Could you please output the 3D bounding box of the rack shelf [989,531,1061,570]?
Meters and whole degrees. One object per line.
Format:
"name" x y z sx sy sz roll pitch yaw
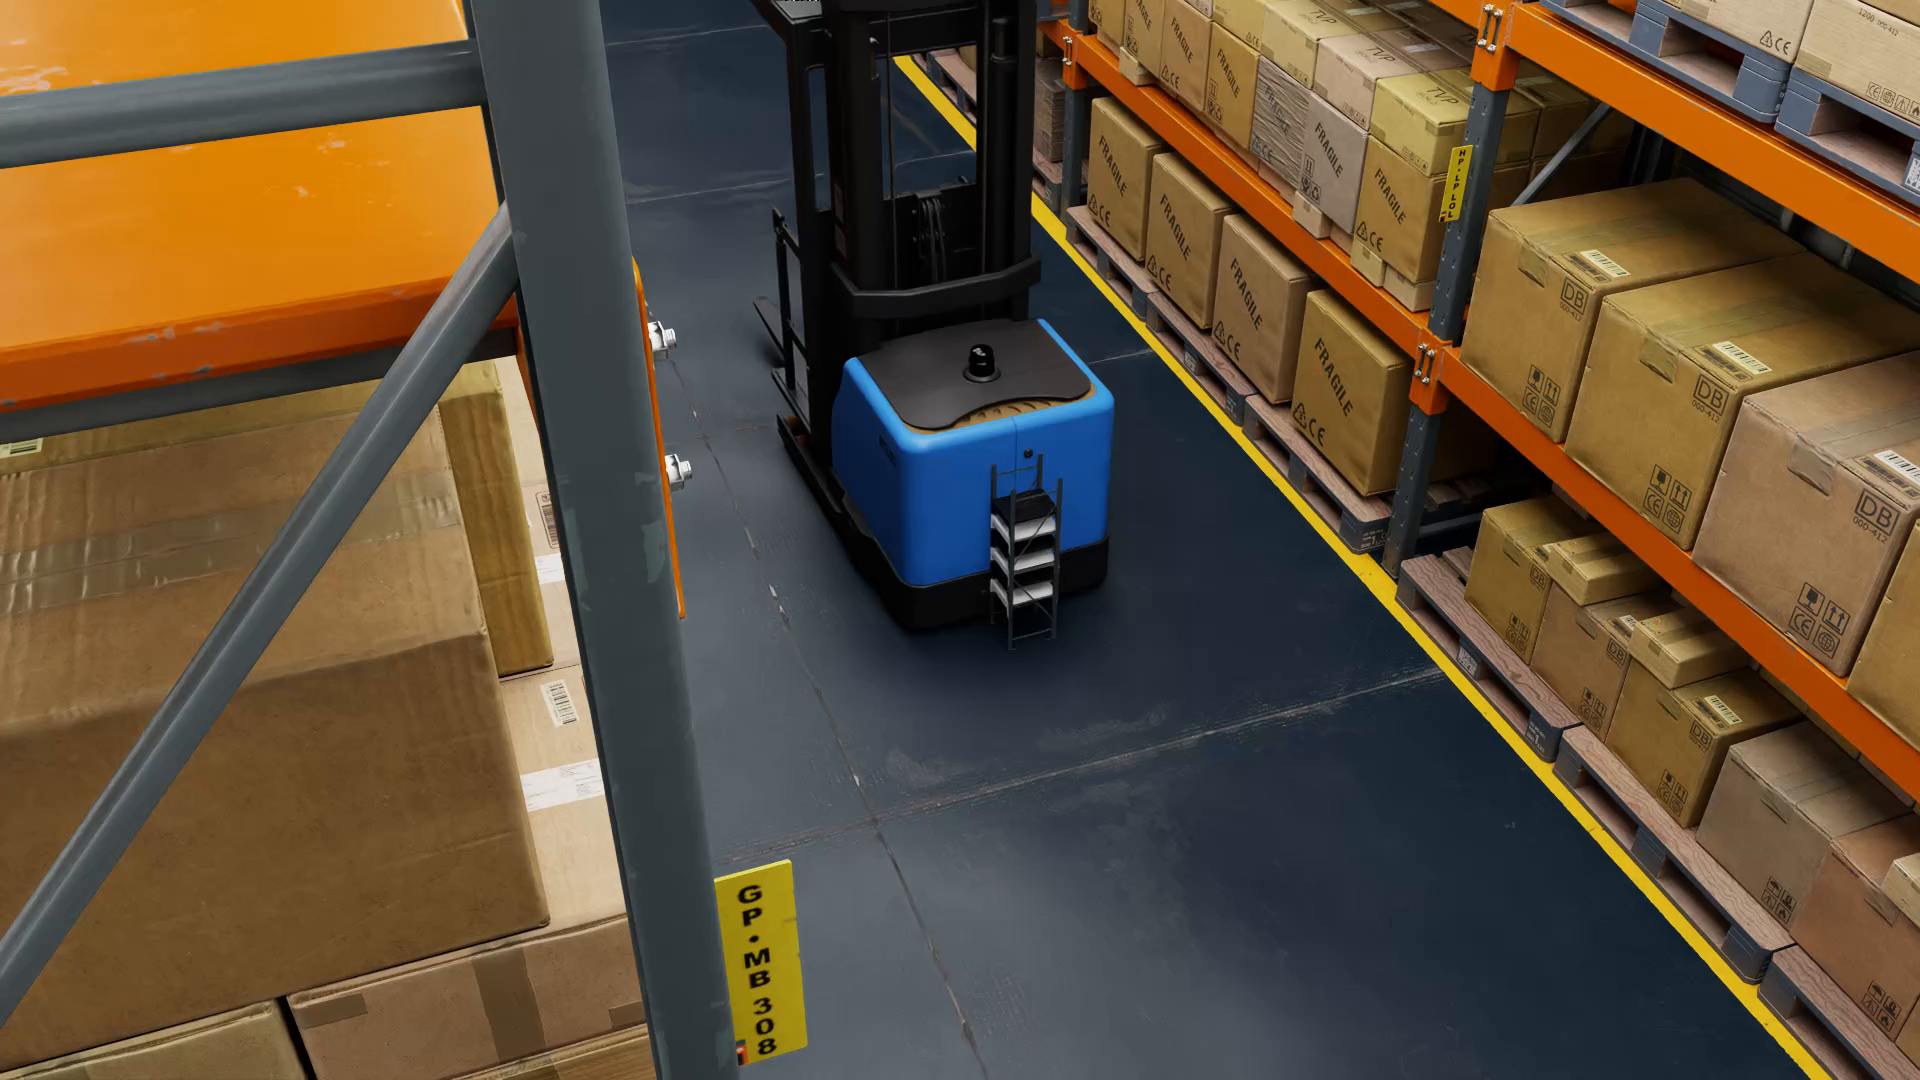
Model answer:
"rack shelf" 0.289 0.019 7.383 0.258 0.077 0.200 -14 39 -18

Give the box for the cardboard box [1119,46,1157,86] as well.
"cardboard box" 1.143 -2.761 9.615 0.380 0.149 0.250 -11 38 -15

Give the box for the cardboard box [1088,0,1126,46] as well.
"cardboard box" 1.084 -3.239 9.710 0.500 0.500 0.500 -11 38 -15

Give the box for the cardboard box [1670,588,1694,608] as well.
"cardboard box" 3.105 0.198 6.683 0.380 0.149 0.250 -14 39 -17

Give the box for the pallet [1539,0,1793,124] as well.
"pallet" 2.805 -1.838 5.778 1.003 0.211 1.213 -12 39 -16

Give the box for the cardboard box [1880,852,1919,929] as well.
"cardboard box" 3.271 1.138 5.436 0.380 0.149 0.250 -11 38 -15

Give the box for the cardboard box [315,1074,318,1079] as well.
"cardboard box" -1.164 0.774 2.361 0.500 0.250 0.500 -12 39 -16

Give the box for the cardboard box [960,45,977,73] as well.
"cardboard box" 0.412 -3.846 12.575 0.700 0.500 0.500 -12 39 -15

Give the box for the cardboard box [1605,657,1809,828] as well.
"cardboard box" 3.039 0.709 6.544 0.700 0.500 0.500 -12 39 -15

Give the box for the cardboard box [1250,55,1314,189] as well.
"cardboard box" 1.788 -2.087 8.180 0.500 0.500 0.500 -12 39 -16

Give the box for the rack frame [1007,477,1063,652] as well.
"rack frame" 0.327 0.121 7.342 0.240 0.900 0.006 -14 39 -18

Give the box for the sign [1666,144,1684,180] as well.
"sign" 3.054 -1.633 7.140 0.100 0.325 0.005 -12 39 -16

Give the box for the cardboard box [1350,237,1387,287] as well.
"cardboard box" 2.042 -1.318 7.698 0.380 0.149 0.250 -12 39 -15

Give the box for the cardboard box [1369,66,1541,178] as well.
"cardboard box" 2.132 -1.817 7.199 0.500 0.250 0.500 -12 38 -15

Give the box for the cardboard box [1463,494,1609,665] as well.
"cardboard box" 2.694 0.135 7.307 0.700 0.500 0.500 -12 39 -15

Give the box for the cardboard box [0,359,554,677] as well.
"cardboard box" -1.025 -0.077 2.451 0.700 0.500 0.500 -12 39 -16

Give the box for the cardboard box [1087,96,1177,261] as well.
"cardboard box" 1.287 -2.266 10.203 0.750 0.750 0.750 -13 39 -17

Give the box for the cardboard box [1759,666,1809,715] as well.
"cardboard box" 3.281 0.487 6.300 0.380 0.149 0.250 -13 39 -17

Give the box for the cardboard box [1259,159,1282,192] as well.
"cardboard box" 1.755 -1.907 8.480 0.380 0.149 0.250 -13 39 -17

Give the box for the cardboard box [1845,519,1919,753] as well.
"cardboard box" 3.464 0.305 5.102 0.980 0.700 0.700 -13 39 -16

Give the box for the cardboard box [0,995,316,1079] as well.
"cardboard box" -1.156 0.572 2.213 0.500 0.250 0.500 -12 39 -16

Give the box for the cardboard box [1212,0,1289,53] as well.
"cardboard box" 1.614 -2.684 8.350 0.500 0.250 0.500 -13 39 -17

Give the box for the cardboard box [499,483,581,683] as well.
"cardboard box" -0.838 0.182 2.732 0.500 0.250 0.500 -12 39 -16

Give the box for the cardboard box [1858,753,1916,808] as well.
"cardboard box" 3.457 0.775 5.918 0.380 0.149 0.250 -12 39 -15

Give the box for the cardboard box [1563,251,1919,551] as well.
"cardboard box" 2.951 -0.536 6.220 0.980 0.700 0.700 -13 39 -17

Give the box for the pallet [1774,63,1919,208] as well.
"pallet" 3.221 -1.150 4.864 1.003 0.211 1.213 -12 39 -16

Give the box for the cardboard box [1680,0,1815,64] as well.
"cardboard box" 2.686 -1.750 5.280 0.500 0.250 0.500 -13 39 -17

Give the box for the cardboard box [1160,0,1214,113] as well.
"cardboard box" 1.425 -2.660 8.942 0.500 0.500 0.500 -13 39 -16

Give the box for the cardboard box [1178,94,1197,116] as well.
"cardboard box" 1.443 -2.500 9.268 0.380 0.149 0.250 -12 39 -15

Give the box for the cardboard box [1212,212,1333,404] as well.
"cardboard box" 1.879 -1.291 8.908 0.750 0.750 0.750 -11 38 -15

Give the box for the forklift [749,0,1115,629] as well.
"forklift" -0.327 -1.651 8.006 1.130 2.935 3.031 -14 39 -18

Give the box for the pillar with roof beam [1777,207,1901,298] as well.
"pillar with roof beam" -0.456 -2.428 3.995 9.100 9.000 0.400 -12 39 -16

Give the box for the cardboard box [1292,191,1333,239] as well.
"cardboard box" 1.849 -1.610 8.087 0.380 0.149 0.250 -12 39 -16

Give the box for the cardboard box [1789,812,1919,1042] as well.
"cardboard box" 3.403 1.293 5.769 0.700 0.500 0.500 -13 39 -16

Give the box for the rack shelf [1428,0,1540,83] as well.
"rack shelf" 1.845 -3.180 8.084 1.077 0.370 4.000 -12 39 -16

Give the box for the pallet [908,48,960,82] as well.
"pallet" 0.050 -4.106 13.525 1.003 0.211 1.213 -12 39 -16

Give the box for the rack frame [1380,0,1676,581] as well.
"rack frame" 2.533 -1.140 7.270 1.000 3.000 0.127 -12 39 -16

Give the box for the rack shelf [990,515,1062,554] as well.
"rack shelf" 0.289 -0.053 7.329 0.258 0.077 0.200 -14 39 -18

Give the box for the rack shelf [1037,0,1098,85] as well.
"rack shelf" 0.469 -4.242 11.986 1.077 0.370 4.000 -12 39 -16

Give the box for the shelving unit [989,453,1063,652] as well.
"shelving unit" 0.289 0.064 7.417 0.258 0.900 0.210 -14 39 -18

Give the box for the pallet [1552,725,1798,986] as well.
"pallet" 3.145 1.110 6.601 1.003 0.211 1.213 -12 39 -16

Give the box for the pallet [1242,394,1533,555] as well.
"pallet" 2.197 -0.446 8.667 1.003 0.211 1.213 -12 39 -16

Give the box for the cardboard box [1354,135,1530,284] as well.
"cardboard box" 2.138 -1.515 7.421 0.500 0.500 0.500 -13 39 -17

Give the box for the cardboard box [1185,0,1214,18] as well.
"cardboard box" 1.432 -2.971 8.731 0.500 0.250 0.500 -12 39 -16

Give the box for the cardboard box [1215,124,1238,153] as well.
"cardboard box" 1.591 -2.209 8.882 0.380 0.149 0.250 -12 39 -16

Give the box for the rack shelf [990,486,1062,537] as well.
"rack shelf" 0.289 -0.125 7.275 0.258 0.077 0.200 -14 39 -18

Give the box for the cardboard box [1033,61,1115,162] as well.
"cardboard box" 0.860 -2.973 11.415 0.700 0.500 0.500 -12 39 -15

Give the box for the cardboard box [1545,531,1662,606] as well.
"cardboard box" 2.641 0.107 6.805 0.380 0.149 0.250 -11 38 -14

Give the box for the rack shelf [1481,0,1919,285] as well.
"rack shelf" 3.222 -0.921 5.084 1.077 0.370 4.000 -12 39 -16

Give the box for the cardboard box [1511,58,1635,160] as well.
"cardboard box" 2.620 -1.920 7.336 0.500 0.250 0.500 -11 38 -15

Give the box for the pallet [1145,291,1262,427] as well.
"pallet" 1.773 -1.137 9.584 1.003 0.211 1.213 -12 39 -16

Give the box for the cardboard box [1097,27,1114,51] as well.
"cardboard box" 1.053 -3.073 10.029 0.380 0.149 0.250 -13 39 -17

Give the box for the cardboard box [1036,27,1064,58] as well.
"cardboard box" 0.723 -3.607 11.634 0.500 0.250 0.500 -12 39 -15
